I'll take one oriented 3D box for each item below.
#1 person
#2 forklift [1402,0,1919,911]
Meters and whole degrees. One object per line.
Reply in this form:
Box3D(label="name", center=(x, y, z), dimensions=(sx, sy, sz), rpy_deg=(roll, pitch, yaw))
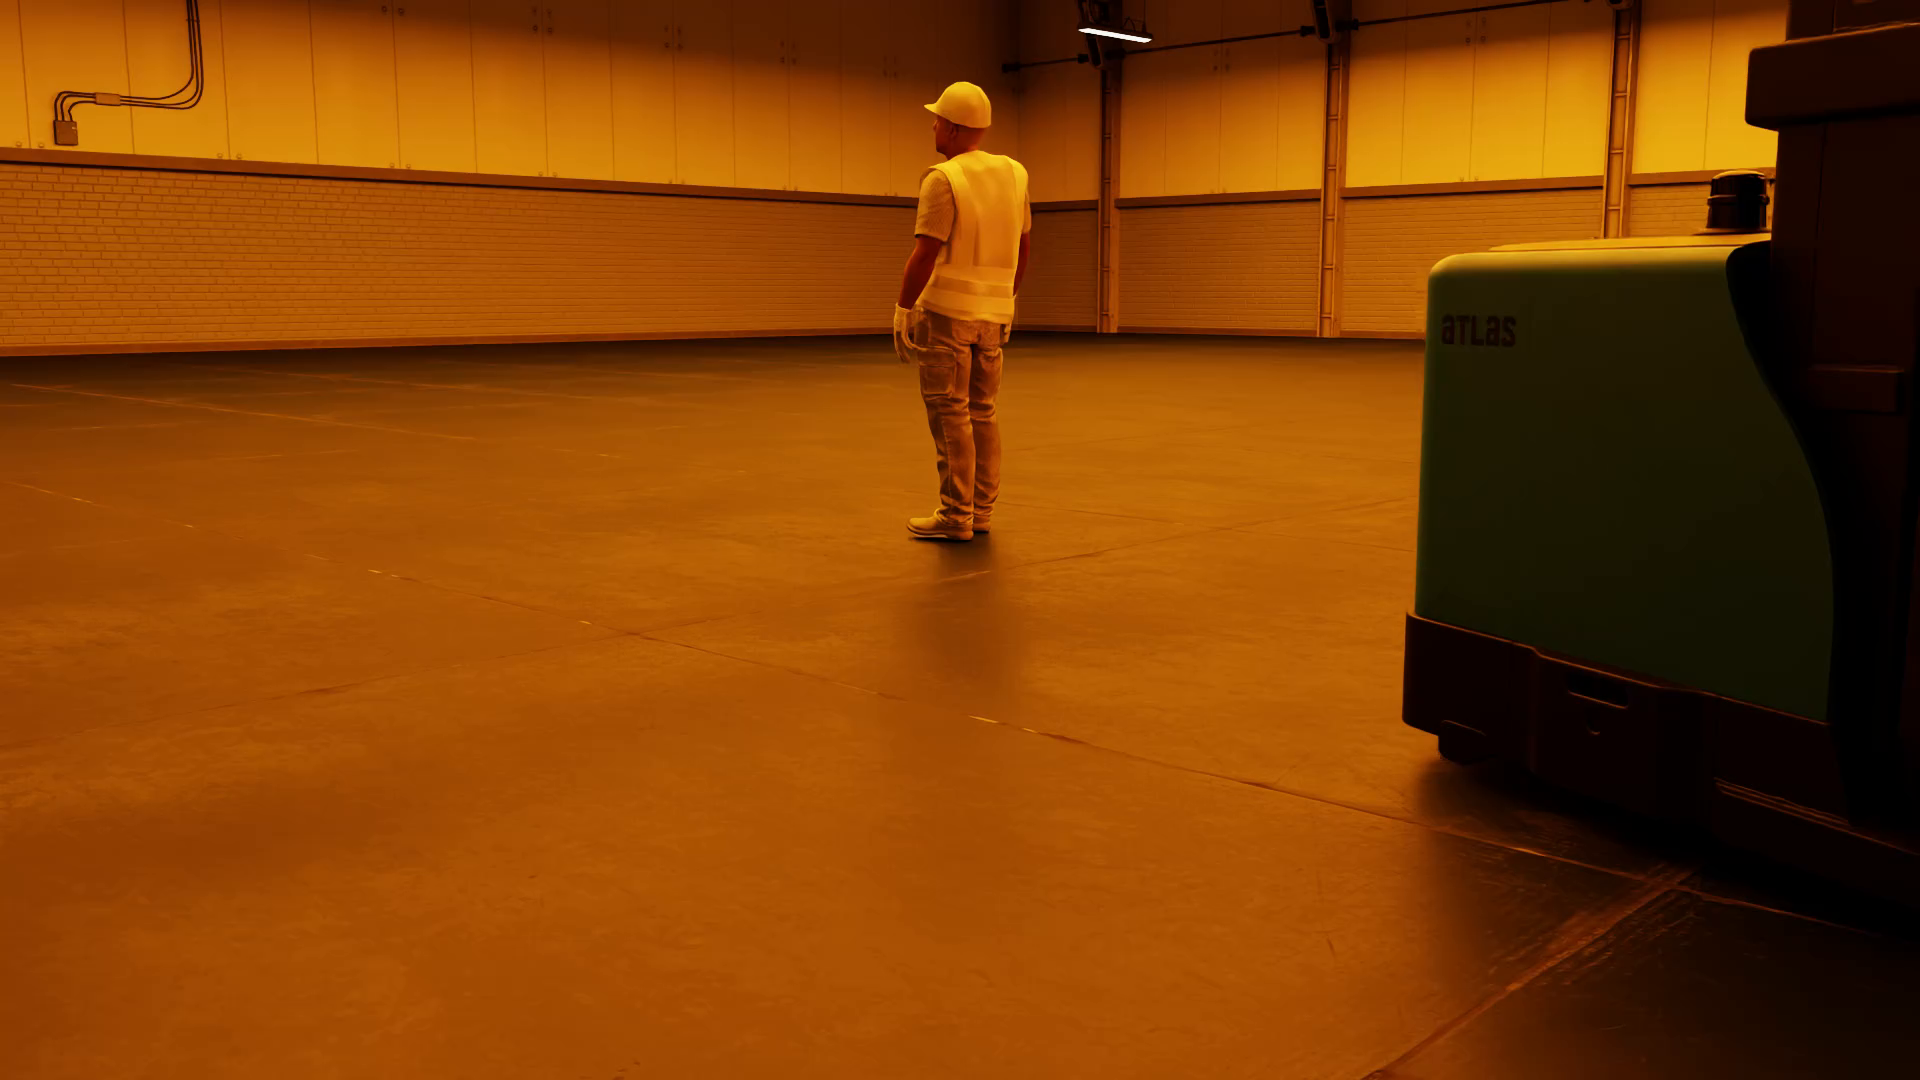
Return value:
Box3D(label="person", center=(-0.045, -0.897, 6.639), dimensions=(0.577, 1.782, 0.656), rpy_deg=(8, 12, 43))
Box3D(label="forklift", center=(2.051, -0.820, 2.319), dimensions=(1.130, 2.935, 3.031), rpy_deg=(-4, 9, -25))
